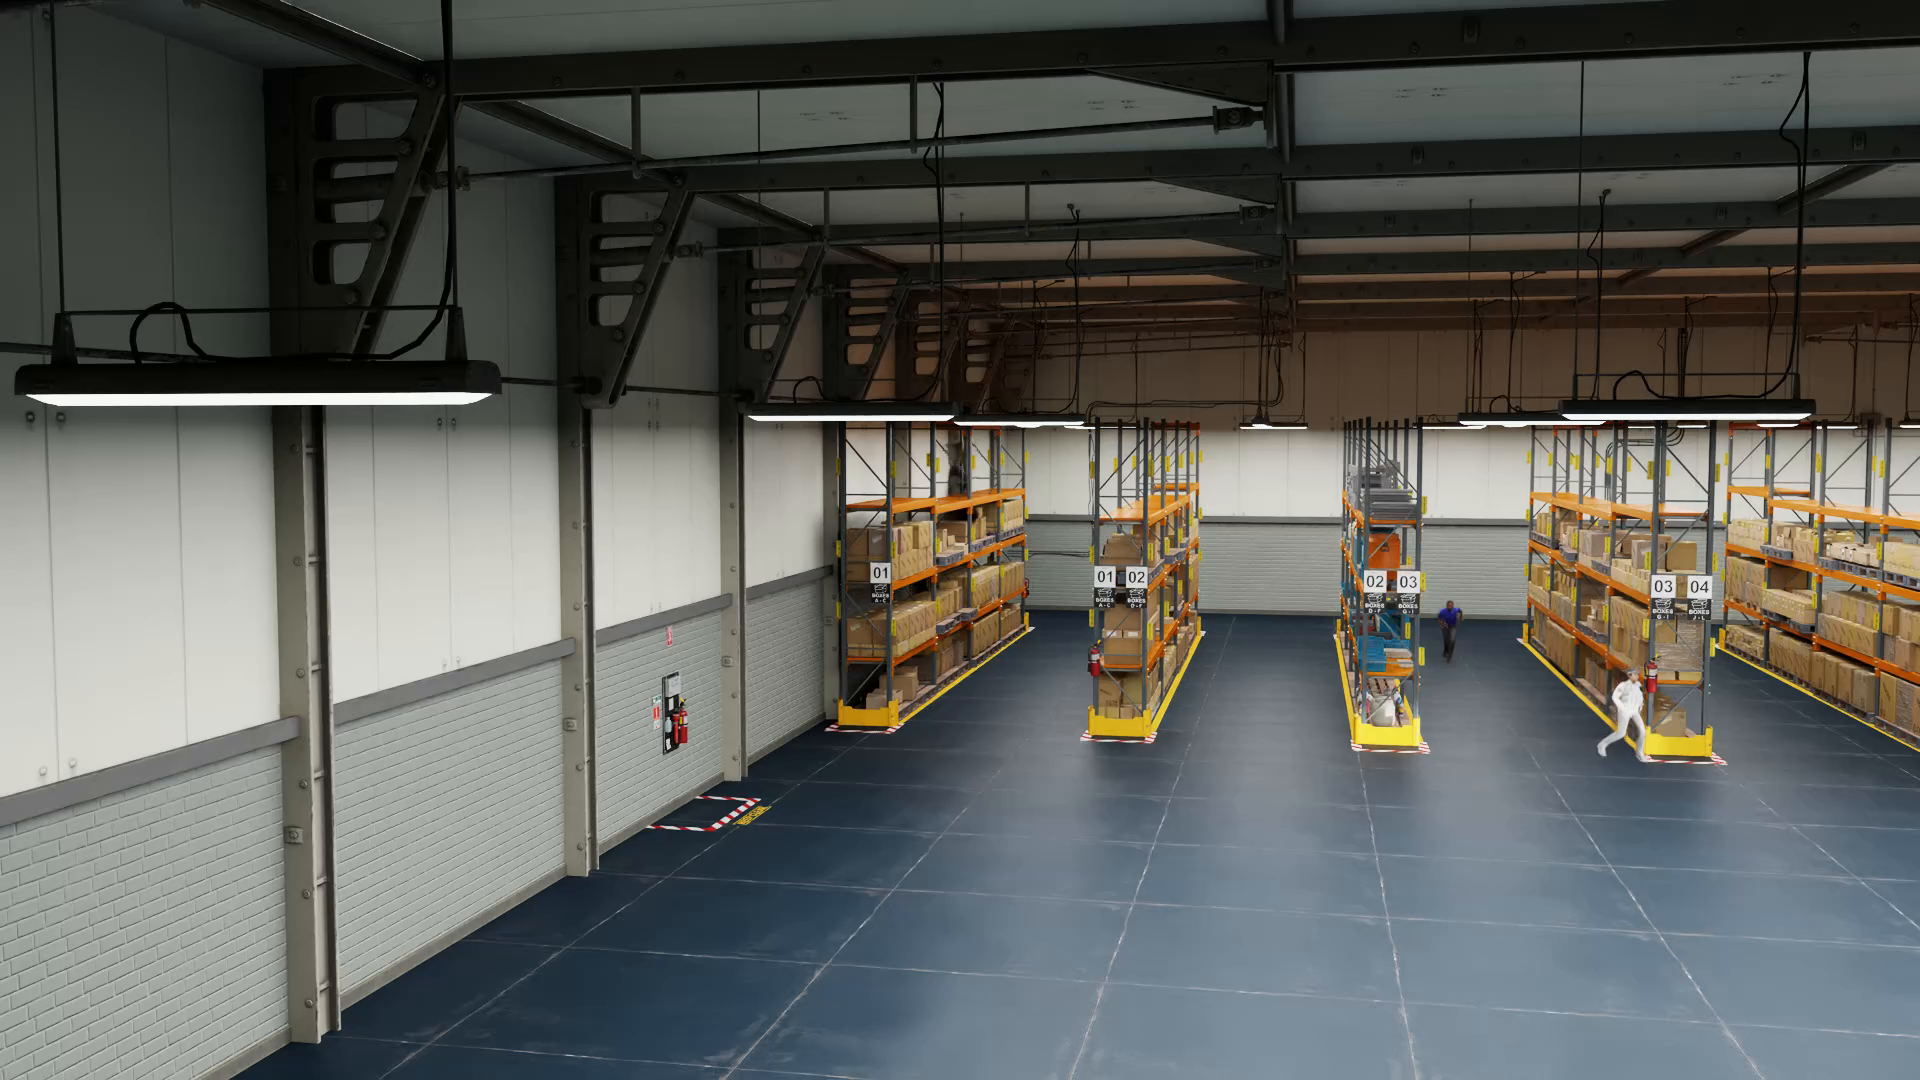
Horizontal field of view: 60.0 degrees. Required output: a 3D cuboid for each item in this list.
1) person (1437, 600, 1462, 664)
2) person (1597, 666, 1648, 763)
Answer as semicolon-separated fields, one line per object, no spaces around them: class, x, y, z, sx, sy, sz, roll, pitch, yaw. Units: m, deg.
person;12.204;2.272;41.502;0.617;1.615;0.955;1;4;9
person;11.630;3.034;29.016;0.831;1.691;0.684;-2;4;-26
